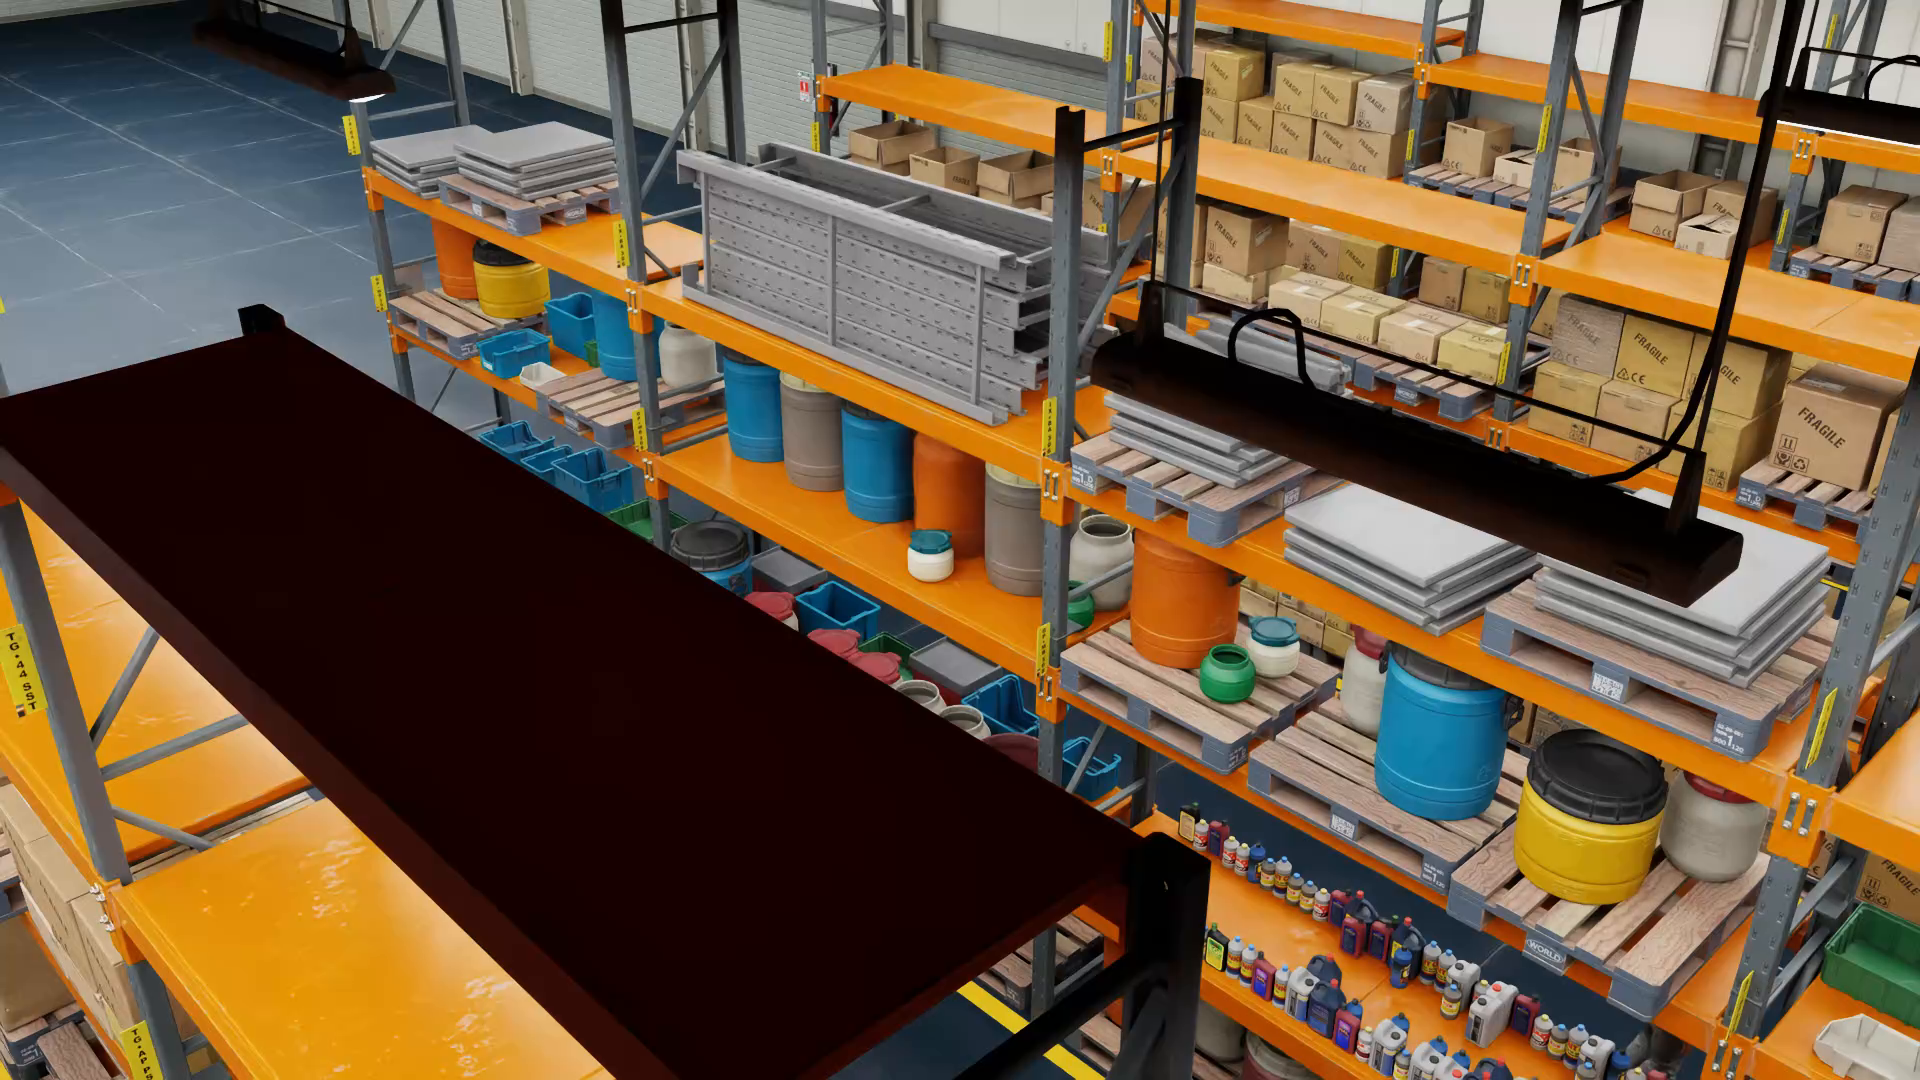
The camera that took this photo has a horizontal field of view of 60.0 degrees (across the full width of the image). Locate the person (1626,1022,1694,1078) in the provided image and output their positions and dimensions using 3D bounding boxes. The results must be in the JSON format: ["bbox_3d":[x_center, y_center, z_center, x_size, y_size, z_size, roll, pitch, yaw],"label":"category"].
[{"bbox_3d":[4.204,2.774,9.863,0.406,1.830,0.577,0,28,1],"label":"person"}]
